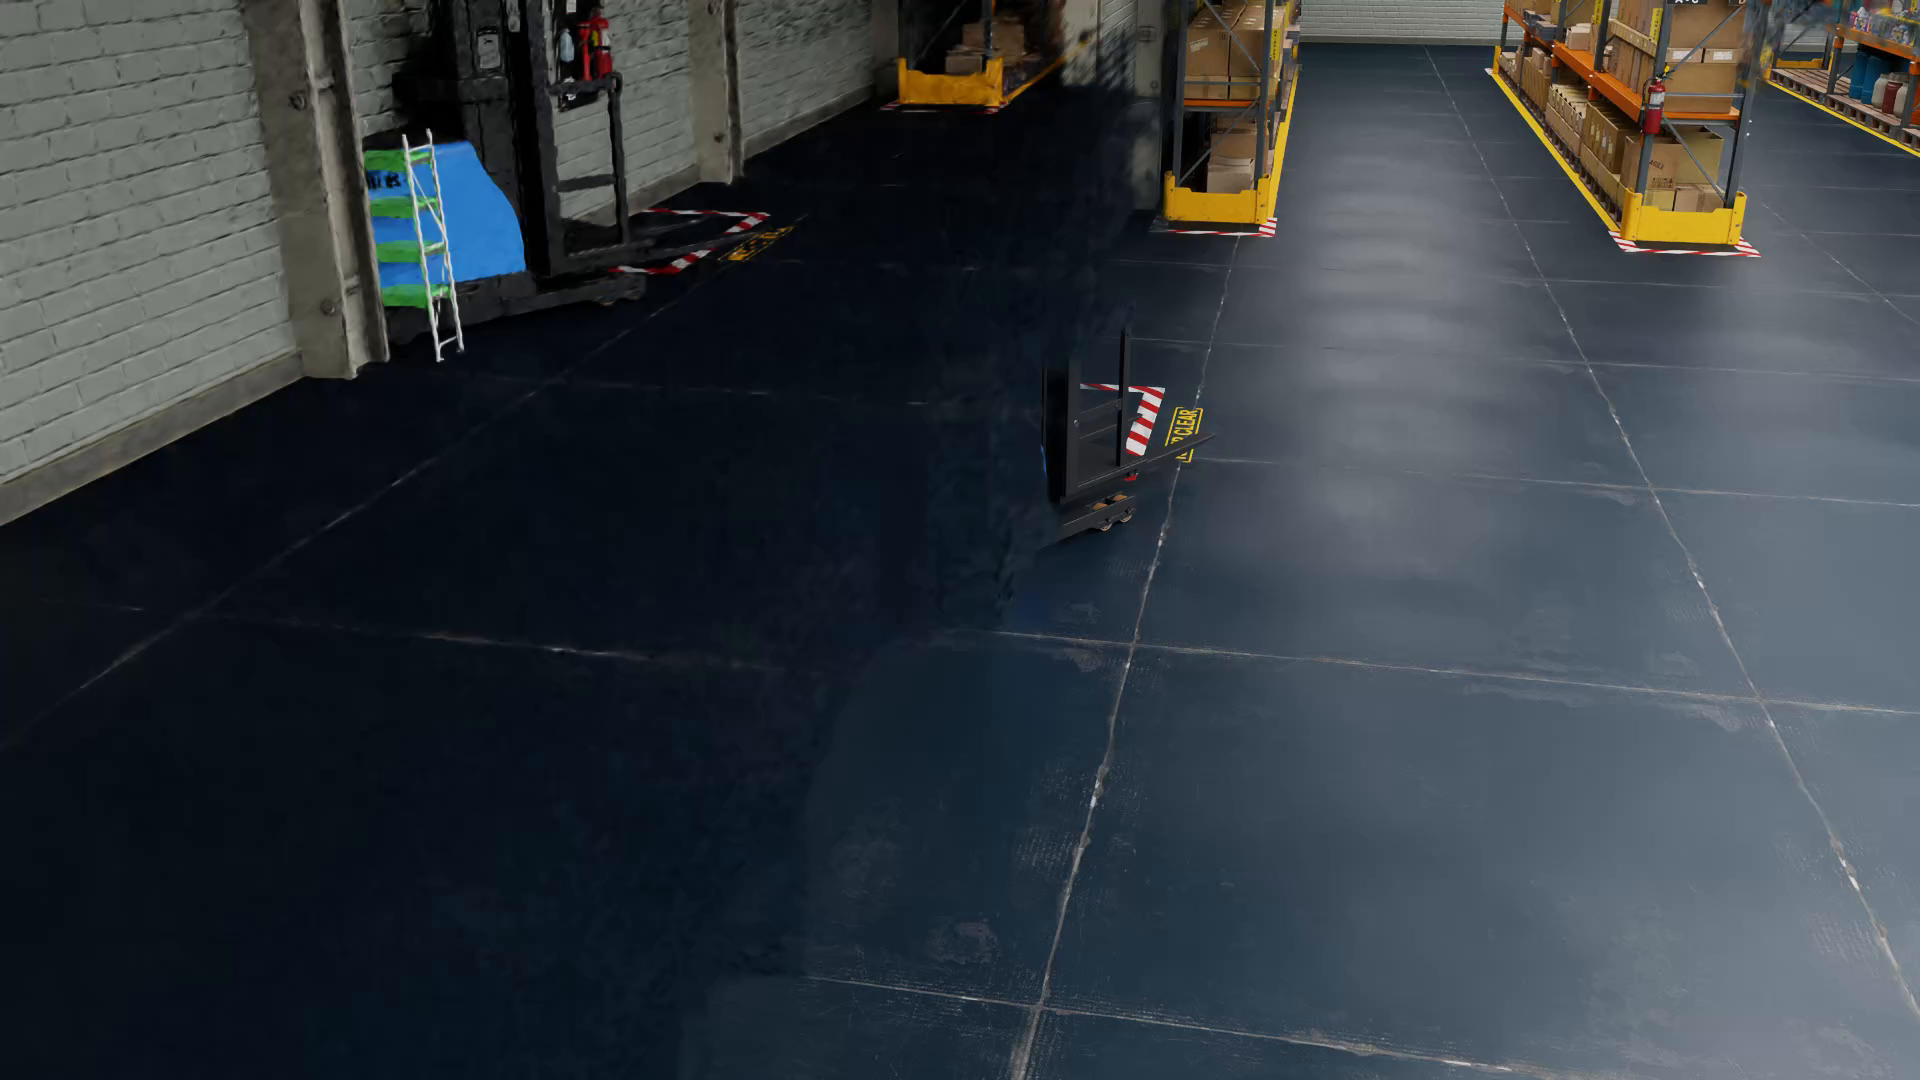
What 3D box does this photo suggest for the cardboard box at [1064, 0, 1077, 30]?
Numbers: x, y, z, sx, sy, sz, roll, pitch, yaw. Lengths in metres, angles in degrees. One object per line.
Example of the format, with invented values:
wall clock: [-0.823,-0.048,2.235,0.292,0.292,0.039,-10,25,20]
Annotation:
cardboard box: [4.420,-6.717,25.275,0.700,0.500,0.500,5,22,12]

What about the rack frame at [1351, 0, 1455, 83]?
rack frame: [7.734,-4.638,17.355,1.000,3.000,0.127,4,22,11]

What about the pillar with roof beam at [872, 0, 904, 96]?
pillar with roof beam: [6.394,-7.791,17.153,9.100,9.000,0.400,4,22,11]

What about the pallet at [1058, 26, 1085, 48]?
pallet: [4.355,-6.361,25.365,1.003,0.211,1.213,4,22,11]

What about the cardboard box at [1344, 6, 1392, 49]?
cardboard box: [7.845,-4.674,19.558,0.500,0.500,0.500,4,22,11]

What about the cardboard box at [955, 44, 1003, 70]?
cardboard box: [3.229,-4.426,19.838,0.500,0.311,0.500,6,23,15]

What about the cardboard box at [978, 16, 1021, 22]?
cardboard box: [3.527,-5.139,21.356,0.500,0.500,0.500,3,22,7]

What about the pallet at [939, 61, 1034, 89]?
pallet: [3.351,-4.488,20.715,1.003,0.211,1.213,4,22,11]

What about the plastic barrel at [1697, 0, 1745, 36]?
plastic barrel: [14.298,-6.553,24.453,0.600,0.830,0.708,4,22,11]

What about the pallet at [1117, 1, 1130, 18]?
pallet: [5.564,-8.382,30.383,1.003,0.211,1.213,4,22,11]

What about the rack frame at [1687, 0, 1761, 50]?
rack frame: [14.215,-7.185,23.679,1.000,3.000,0.127,4,22,11]

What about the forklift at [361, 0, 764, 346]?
forklift: [0.427,-1.531,9.731,1.130,2.935,3.031,19,29,39]

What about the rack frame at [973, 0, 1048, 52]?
rack frame: [3.700,-6.477,21.921,1.000,3.000,0.127,4,22,11]

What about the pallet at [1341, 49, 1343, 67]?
pallet: [8.662,-5.080,22.185,1.003,0.211,1.213,4,22,11]

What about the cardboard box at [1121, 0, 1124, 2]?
cardboard box: [5.691,-8.888,30.690,0.700,0.500,0.500,4,22,10]

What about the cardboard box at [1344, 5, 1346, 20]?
cardboard box: [8.662,-6.007,23.122,0.500,0.311,0.500,4,22,10]

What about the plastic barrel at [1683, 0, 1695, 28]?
plastic barrel: [14.528,-6.854,25.524,0.600,0.588,0.708,4,22,11]

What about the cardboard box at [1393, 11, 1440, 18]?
cardboard box: [8.251,-4.451,19.006,0.500,0.500,0.500,4,22,11]

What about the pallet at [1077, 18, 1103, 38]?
pallet: [4.751,-6.929,26.776,1.003,0.211,1.213,4,22,11]

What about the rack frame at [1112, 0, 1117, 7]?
rack frame: [5.332,-9.403,29.186,1.000,3.000,0.127,4,22,11]

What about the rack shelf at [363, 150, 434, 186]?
rack shelf: [-0.032,-0.602,8.622,0.480,0.148,0.258,5,23,17]

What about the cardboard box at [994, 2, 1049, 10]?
cardboard box: [3.890,-5.985,23.457,0.700,0.500,0.500,4,22,10]

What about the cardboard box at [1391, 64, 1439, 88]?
cardboard box: [8.061,-3.737,18.235,0.500,0.250,0.500,4,22,11]

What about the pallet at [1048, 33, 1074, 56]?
pallet: [4.104,-5.916,24.261,1.003,0.211,1.213,4,22,11]

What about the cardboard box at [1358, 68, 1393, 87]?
cardboard box: [7.554,-3.776,18.333,0.500,0.250,0.500,4,22,11]

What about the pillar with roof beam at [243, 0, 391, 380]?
pillar with roof beam: [3.945,-3.402,6.256,9.100,9.000,0.400,4,22,11]

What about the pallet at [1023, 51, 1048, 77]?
pallet: [3.597,-4.936,21.826,1.003,0.211,1.213,4,22,11]

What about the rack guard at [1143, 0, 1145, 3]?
rack guard: [6.153,-9.715,33.307,1.175,0.500,0.348,4,22,11]

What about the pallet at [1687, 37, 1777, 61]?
pallet: [14.019,-5.611,23.503,1.003,0.211,1.213,4,22,11]

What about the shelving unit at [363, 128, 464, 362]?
shelving unit: [-0.018,-0.217,8.779,0.503,1.200,0.258,5,23,17]

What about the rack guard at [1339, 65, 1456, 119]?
rack guard: [7.729,-3.470,17.800,1.175,0.500,0.348,4,22,11]

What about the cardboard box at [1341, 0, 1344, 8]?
cardboard box: [10.021,-8.301,29.208,0.500,0.500,0.500,4,22,11]

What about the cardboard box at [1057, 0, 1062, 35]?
cardboard box: [4.128,-6.354,24.373,0.700,0.500,0.500,4,22,11]

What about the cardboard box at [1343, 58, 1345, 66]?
cardboard box: [7.745,-4.143,19.244,0.500,0.250,0.500,4,22,11]

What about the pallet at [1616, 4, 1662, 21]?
pallet: [15.390,-8.074,29.618,1.003,0.211,1.213,4,22,11]

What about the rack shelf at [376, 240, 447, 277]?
rack shelf: [-0.016,-0.158,8.803,0.480,0.148,0.258,5,23,17]

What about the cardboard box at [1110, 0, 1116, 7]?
cardboard box: [5.327,-8.353,28.894,0.750,0.750,0.750,5,22,12]

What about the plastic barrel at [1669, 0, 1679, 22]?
plastic barrel: [14.759,-7.413,26.491,0.600,0.901,0.708,4,22,11]

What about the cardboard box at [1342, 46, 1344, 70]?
cardboard box: [7.945,-4.509,20.153,0.500,0.250,0.500,4,22,11]

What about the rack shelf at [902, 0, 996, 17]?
rack shelf: [3.292,-5.412,20.240,1.077,0.370,4.000,4,22,11]

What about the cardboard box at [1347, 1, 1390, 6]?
cardboard box: [8.055,-5.039,20.465,0.500,0.500,0.500,4,22,11]

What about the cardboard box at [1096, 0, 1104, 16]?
cardboard box: [4.980,-7.717,27.314,0.750,0.750,0.750,4,22,11]

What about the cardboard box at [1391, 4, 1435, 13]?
cardboard box: [8.458,-4.817,19.913,0.500,0.500,0.500,4,22,11]

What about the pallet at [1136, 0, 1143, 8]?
pallet: [6.062,-9.274,32.599,1.003,0.211,1.213,4,22,11]

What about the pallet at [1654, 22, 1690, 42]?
pallet: [14.586,-6.628,26.028,1.003,0.211,1.213,4,22,11]

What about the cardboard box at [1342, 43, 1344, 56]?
cardboard box: [8.159,-4.874,21.059,0.500,0.250,0.500,4,22,11]

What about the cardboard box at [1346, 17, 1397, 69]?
cardboard box: [7.552,-4.124,18.193,0.500,0.500,0.500,4,22,11]

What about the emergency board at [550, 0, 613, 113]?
emergency board: [0.414,-2.241,11.403,0.194,1.169,0.643,4,22,11]

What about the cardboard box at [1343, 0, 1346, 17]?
cardboard box: [8.873,-6.382,24.051,0.500,0.311,0.500,4,22,10]

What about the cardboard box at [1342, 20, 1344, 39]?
cardboard box: [8.770,-5.940,23.705,0.500,0.250,0.500,4,22,10]

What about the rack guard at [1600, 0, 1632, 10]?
rack guard: [15.839,-8.961,31.434,1.175,0.500,0.348,4,22,11]
